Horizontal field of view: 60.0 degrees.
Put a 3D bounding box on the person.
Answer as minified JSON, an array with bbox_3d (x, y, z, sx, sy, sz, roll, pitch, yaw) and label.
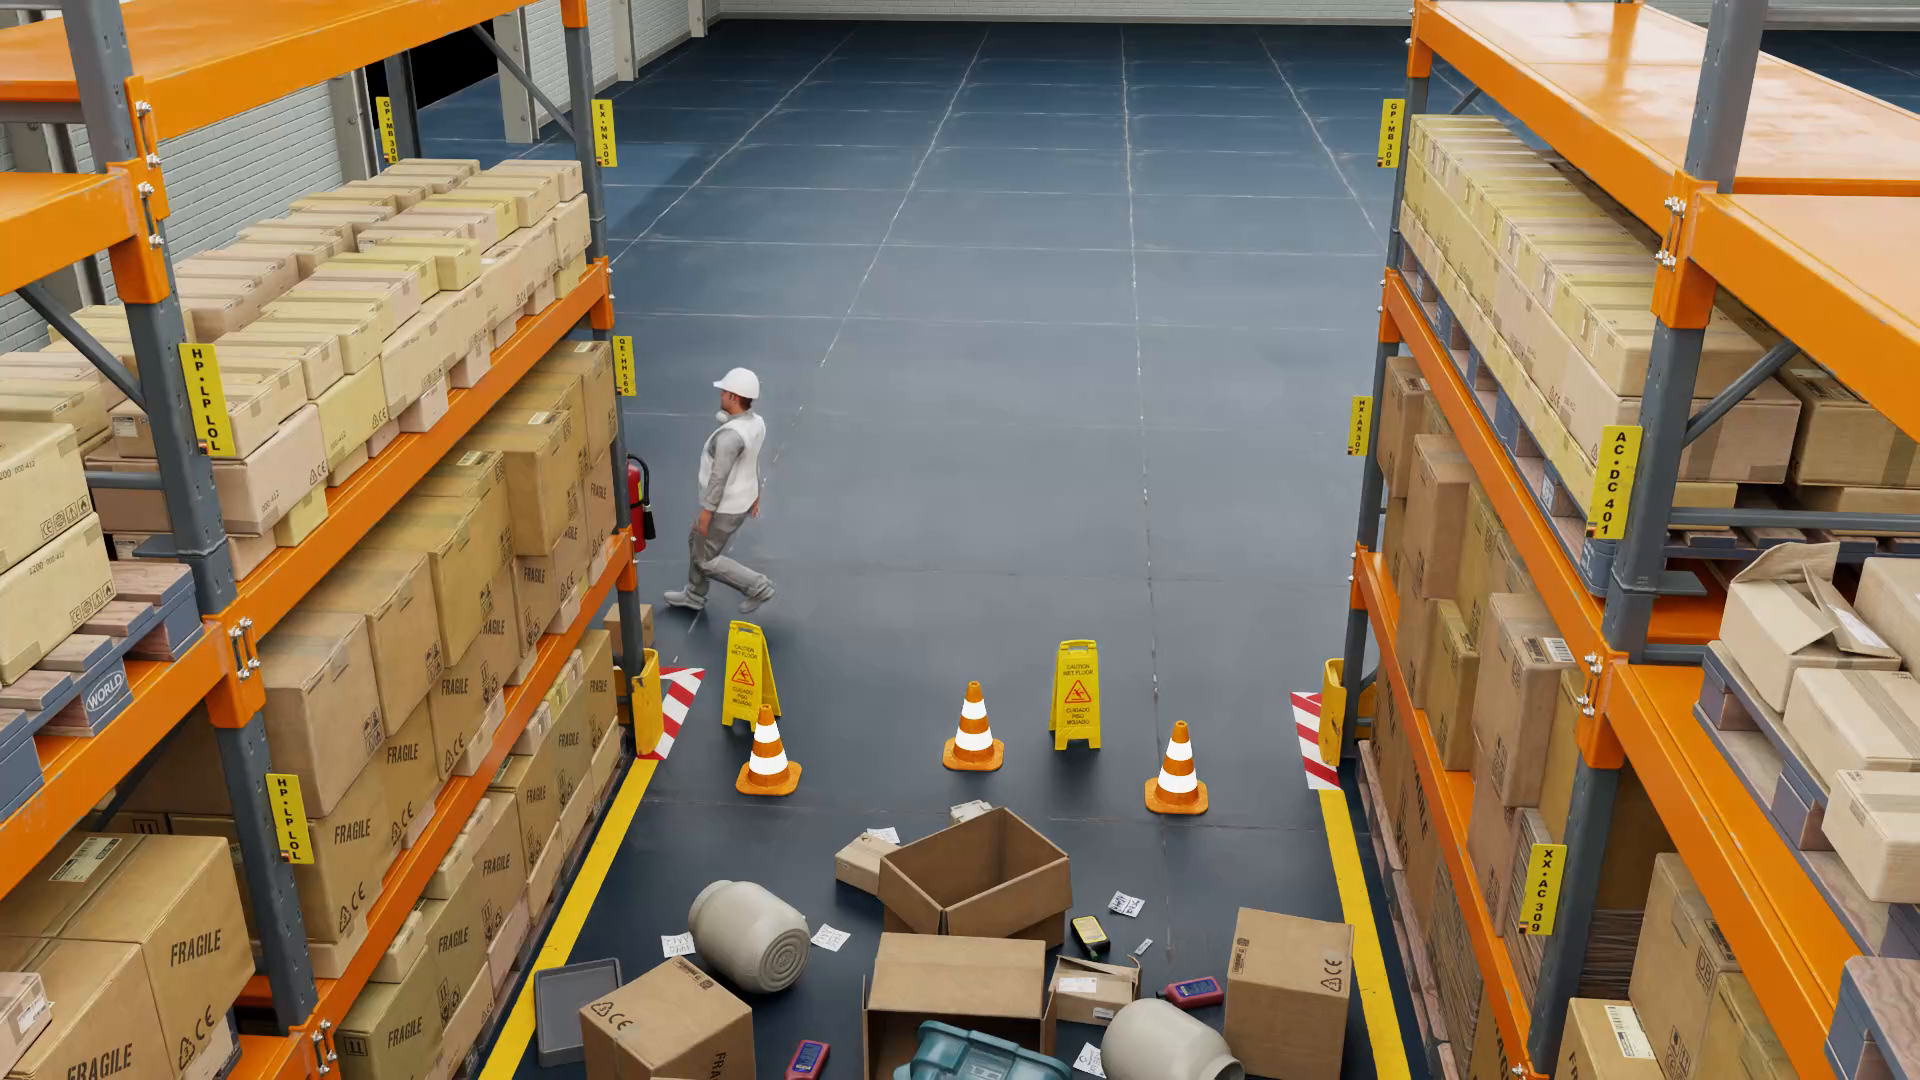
[{"bbox_3d":[-1.592,-0.282,10.679,0.842,1.701,0.587,6,25,12],"label":"person"}]
